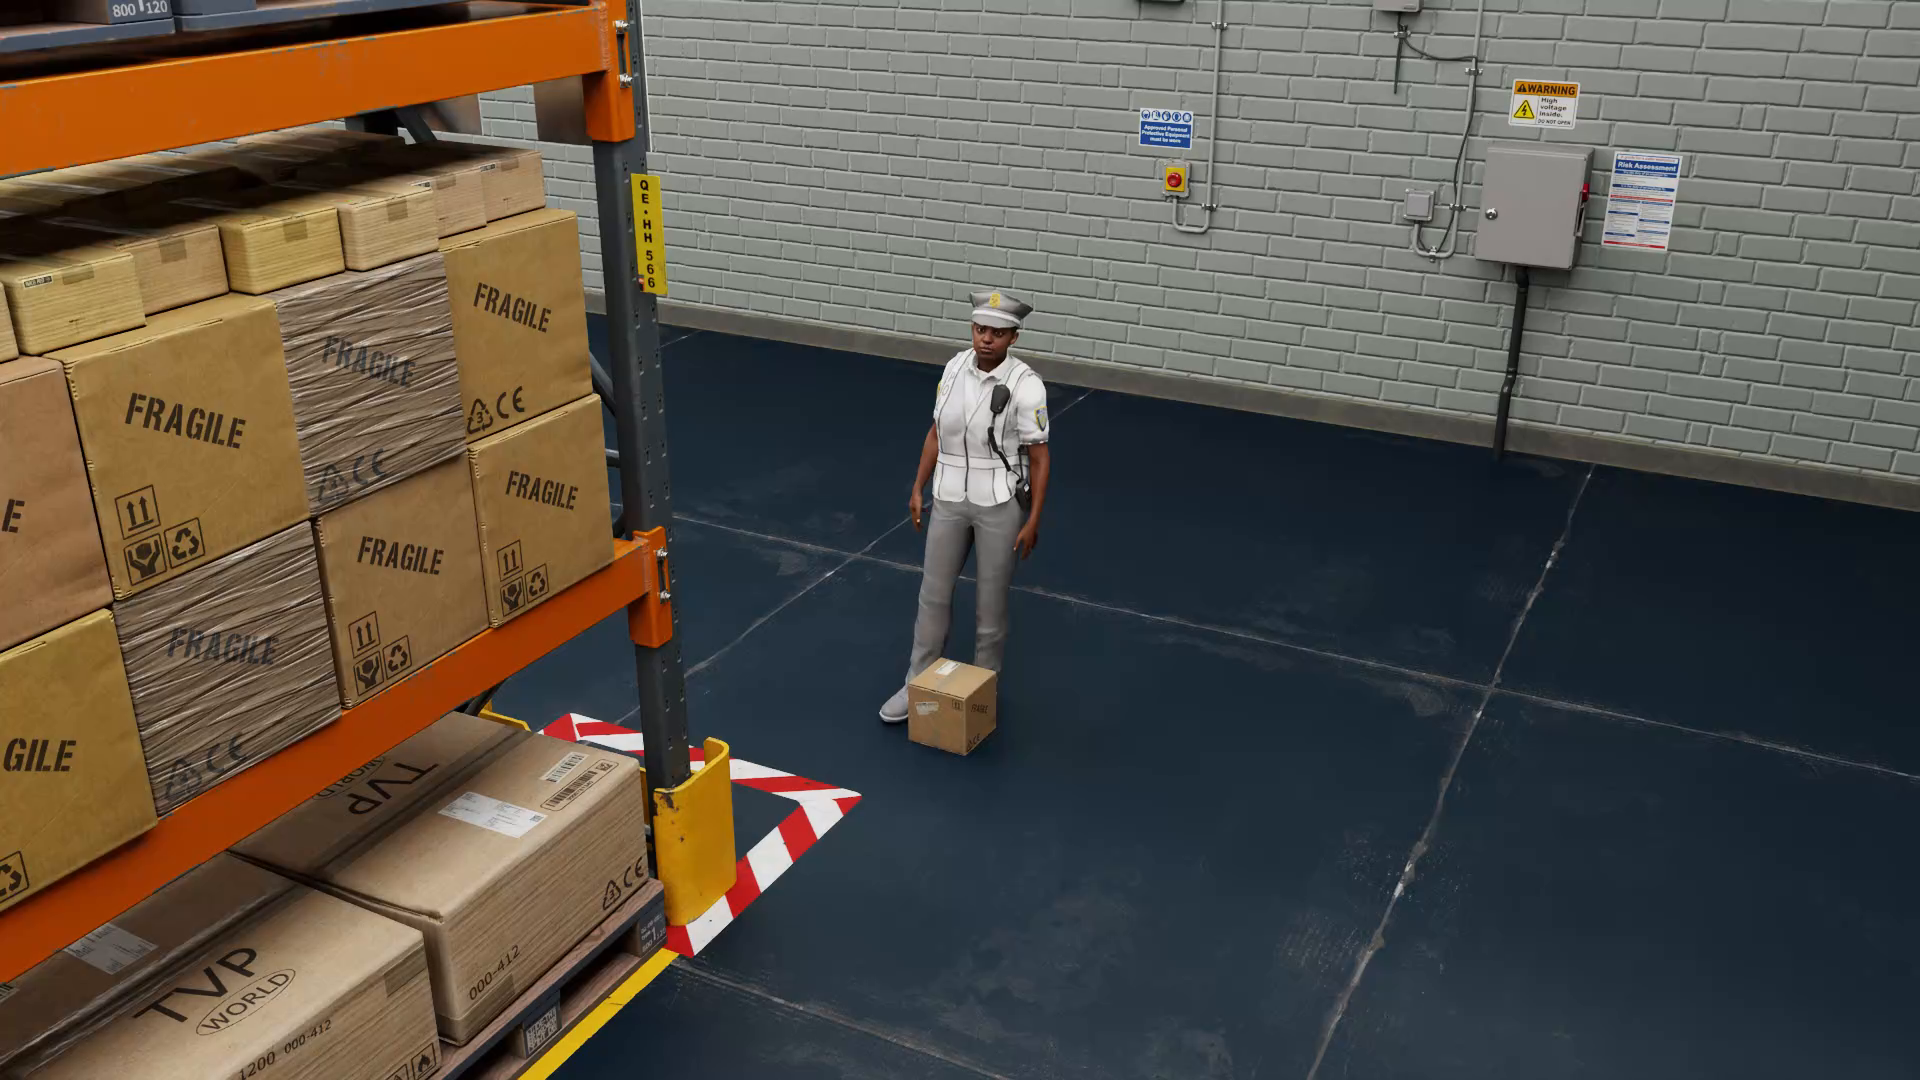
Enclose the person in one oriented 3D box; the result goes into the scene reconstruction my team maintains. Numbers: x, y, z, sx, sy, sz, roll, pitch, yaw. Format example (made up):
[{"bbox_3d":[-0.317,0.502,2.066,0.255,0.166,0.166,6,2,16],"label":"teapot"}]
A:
[{"bbox_3d":[0.032,-0.111,6.291,0.570,1.696,0.529,11,25,25],"label":"person"}]
